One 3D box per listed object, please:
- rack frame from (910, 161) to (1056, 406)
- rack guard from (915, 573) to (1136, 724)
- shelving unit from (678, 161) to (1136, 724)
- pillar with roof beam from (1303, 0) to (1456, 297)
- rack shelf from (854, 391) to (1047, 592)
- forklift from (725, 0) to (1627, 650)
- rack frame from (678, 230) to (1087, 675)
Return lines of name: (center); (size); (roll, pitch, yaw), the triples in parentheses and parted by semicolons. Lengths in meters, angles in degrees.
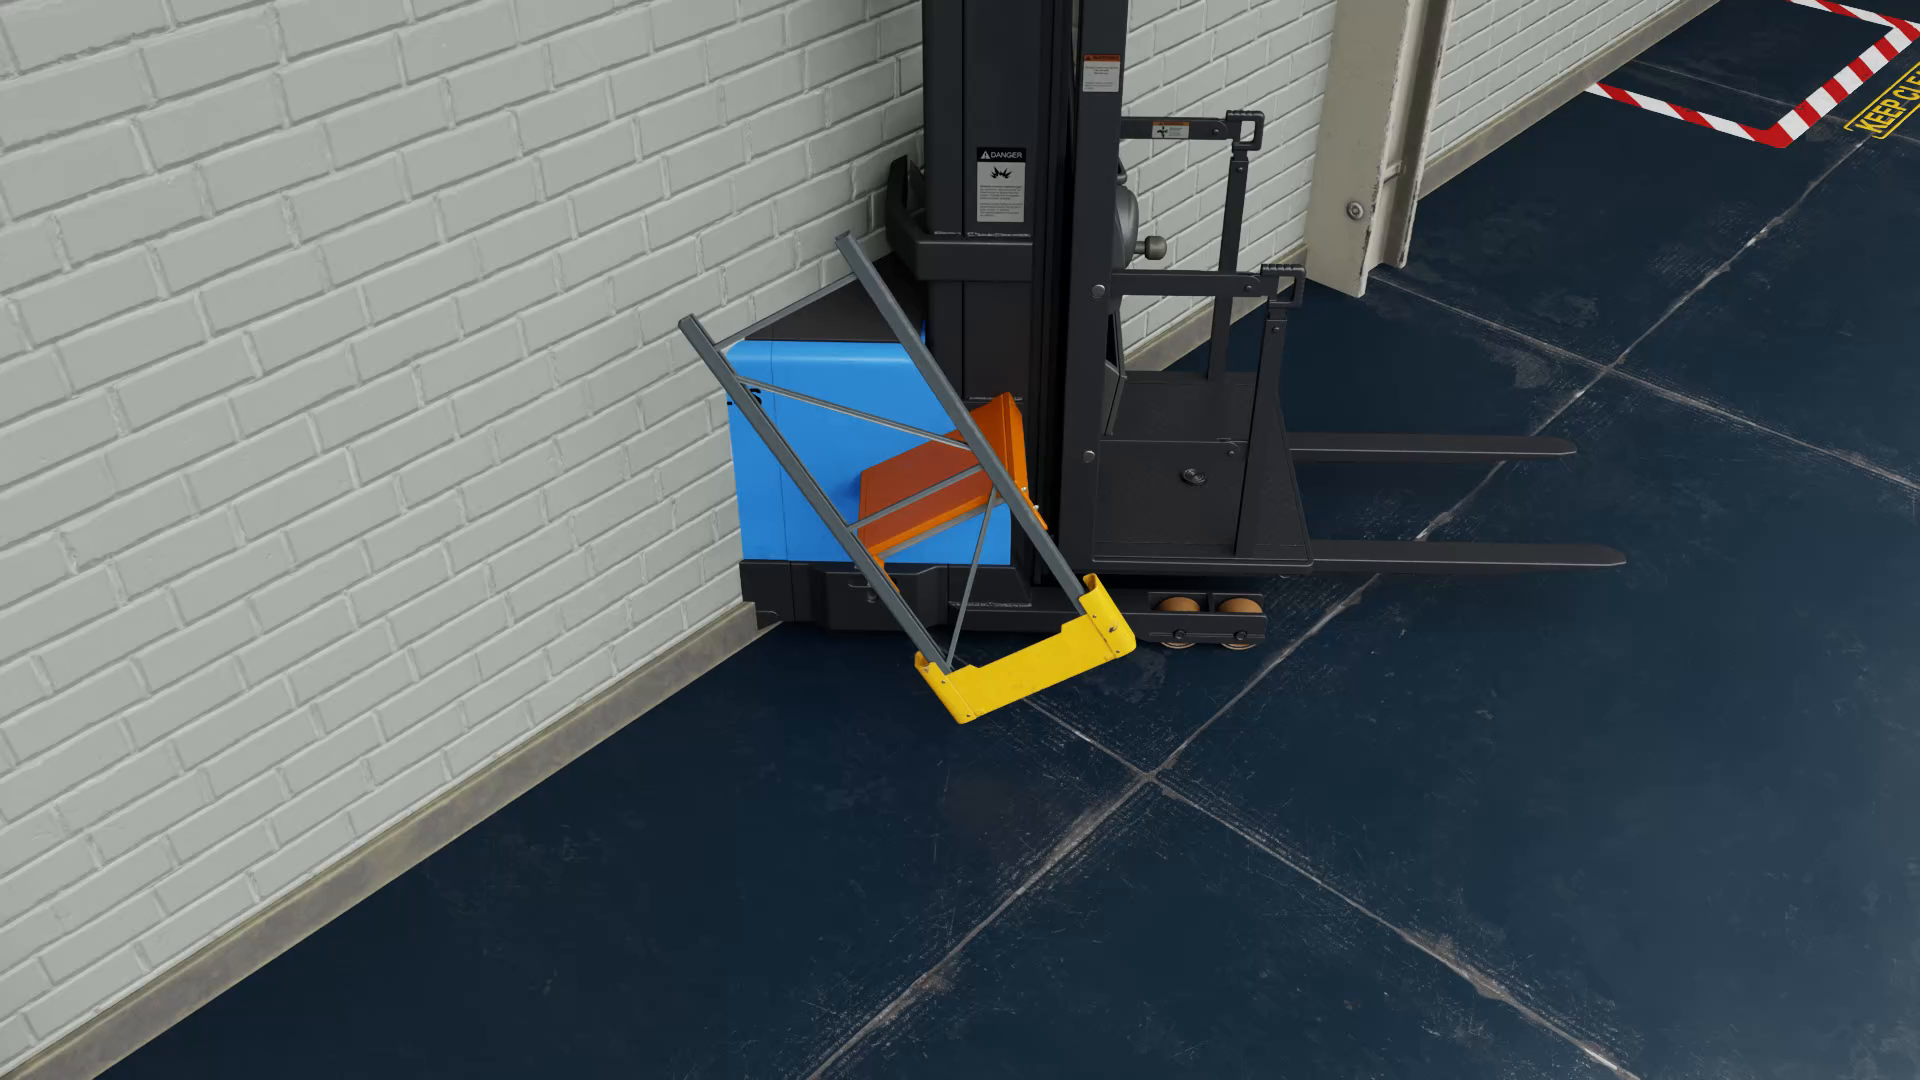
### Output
rack frame: (-0.132, -0.704, 5.284); (0.500, 1.500, 0.032); (-25, 32, 16)
rack guard: (0.187, 0.318, 4.795); (0.587, 0.250, 0.087); (-25, 32, 16)
shelving unit: (-0.125, -0.413, 4.878); (0.587, 1.500, 1.083); (-25, 32, 16)
pillar with roof beam: (4.882, -2.895, 2.160); (9.100, 9.000, 0.400); (30, 47, 32)
rack shelf: (-0.037, -0.281, 4.963); (0.538, 0.185, 1.000); (-25, 32, 16)
forklift: (0.624, -1.135, 4.823); (3.031, 2.935, 1.130); (1, 39, 1)
rack frame: (-0.118, -0.111, 4.458); (0.500, 1.500, 0.032); (-25, 32, 16)
